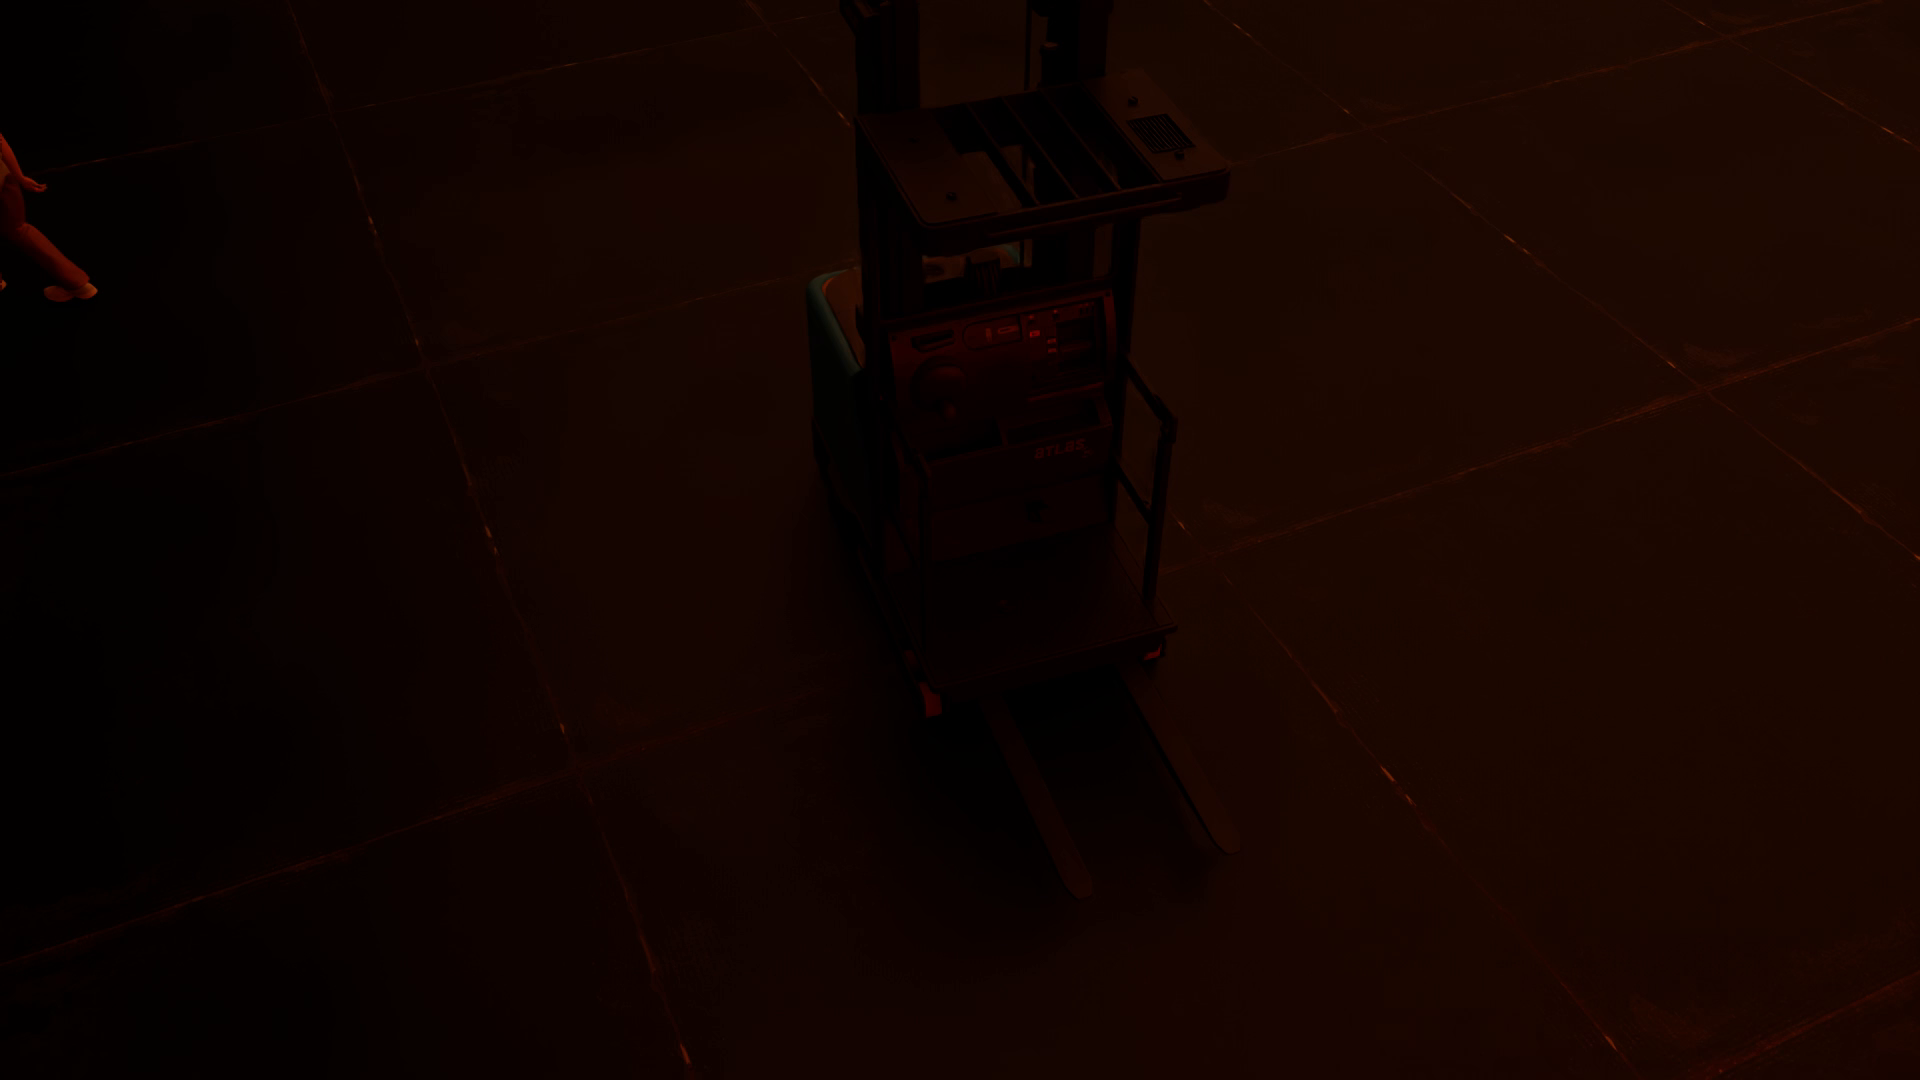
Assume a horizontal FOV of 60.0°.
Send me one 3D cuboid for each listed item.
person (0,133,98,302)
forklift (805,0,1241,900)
[{"bbox_3d":[-5.173,-1.932,8.746,0.917,1.615,0.475,2,43,2],"label":"person"},{"bbox_3d":[0.246,-0.641,6.366,1.130,2.935,3.031,-13,45,-14],"label":"forklift"}]
